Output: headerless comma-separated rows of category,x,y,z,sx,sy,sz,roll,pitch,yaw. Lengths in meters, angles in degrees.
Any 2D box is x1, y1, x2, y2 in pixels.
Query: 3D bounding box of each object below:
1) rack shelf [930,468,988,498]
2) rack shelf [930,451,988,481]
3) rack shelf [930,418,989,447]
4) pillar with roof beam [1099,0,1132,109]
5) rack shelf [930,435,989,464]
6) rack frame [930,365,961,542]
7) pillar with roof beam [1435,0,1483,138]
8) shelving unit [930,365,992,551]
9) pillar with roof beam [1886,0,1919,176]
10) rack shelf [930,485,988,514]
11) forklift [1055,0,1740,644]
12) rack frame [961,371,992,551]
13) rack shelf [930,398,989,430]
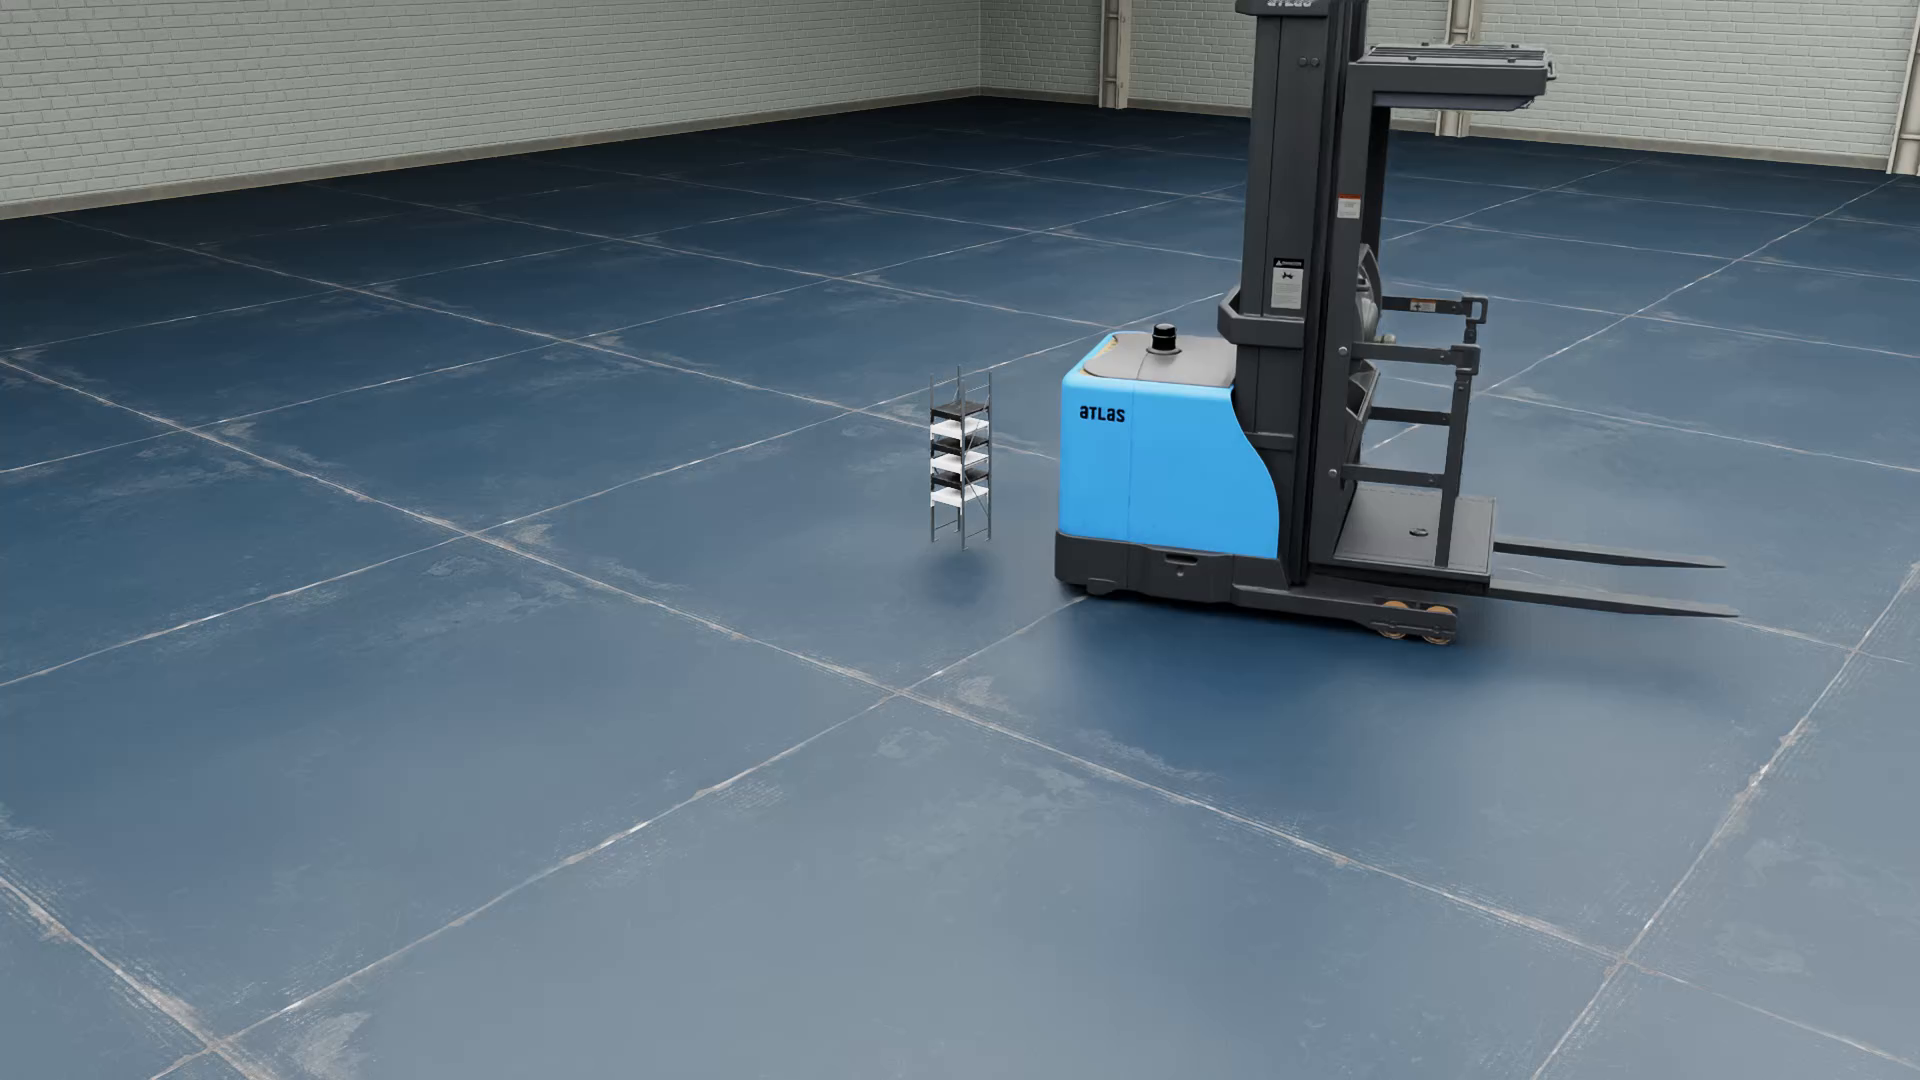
rack shelf,0.006,-0.304,8.548,0.200,0.077,0.258,16,26,36
rack shelf,0.006,-0.388,8.516,0.200,0.077,0.258,16,26,36
rack shelf,0.006,-0.556,8.453,0.200,0.077,0.258,16,26,36
pillar with roof beam,-0.143,-10.314,23.265,0.400,9.000,9.100,16,26,36
rack shelf,0.006,-0.472,8.485,0.200,0.077,0.258,16,26,36
rack frame,-0.072,-0.442,8.565,0.006,0.900,0.240,16,26,36
pillar with roof beam,4.505,-8.975,19.715,0.400,9.000,9.100,16,26,36
shelving unit,0.006,-0.419,8.505,0.210,0.900,0.258,16,26,36
pillar with roof beam,9.153,-7.637,16.166,0.400,9.000,9.100,16,26,36
rack shelf,0.006,-0.220,8.580,0.200,0.077,0.258,16,26,36
forklift,2.031,-1.116,7.474,3.031,2.935,1.130,7,22,17
rack frame,0.085,-0.397,8.444,0.006,0.900,0.240,16,26,36
rack shelf,0.006,-0.641,8.421,0.200,0.077,0.258,16,26,36
